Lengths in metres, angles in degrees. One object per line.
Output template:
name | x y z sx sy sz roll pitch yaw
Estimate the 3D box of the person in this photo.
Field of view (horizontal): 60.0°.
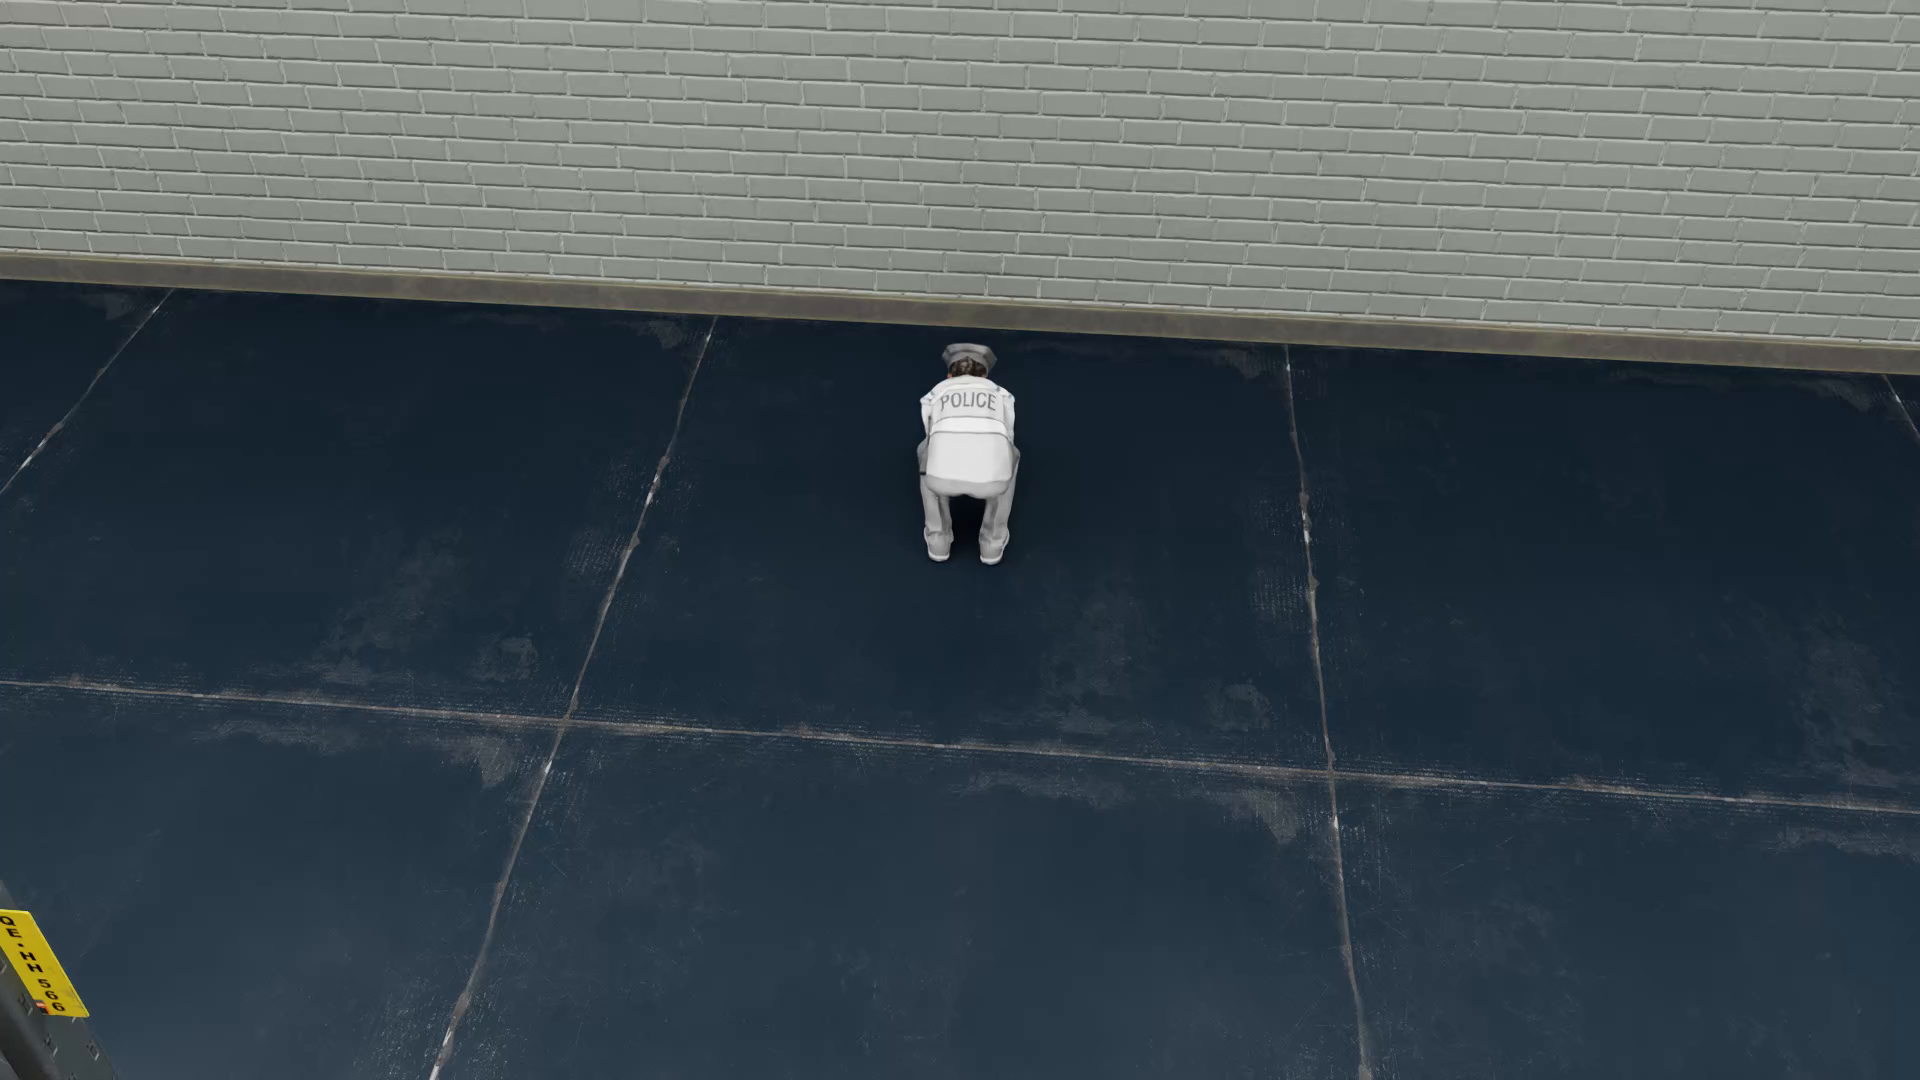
person | 0.036 -0.361 7.305 0.458 0.760 0.914 2 40 3
